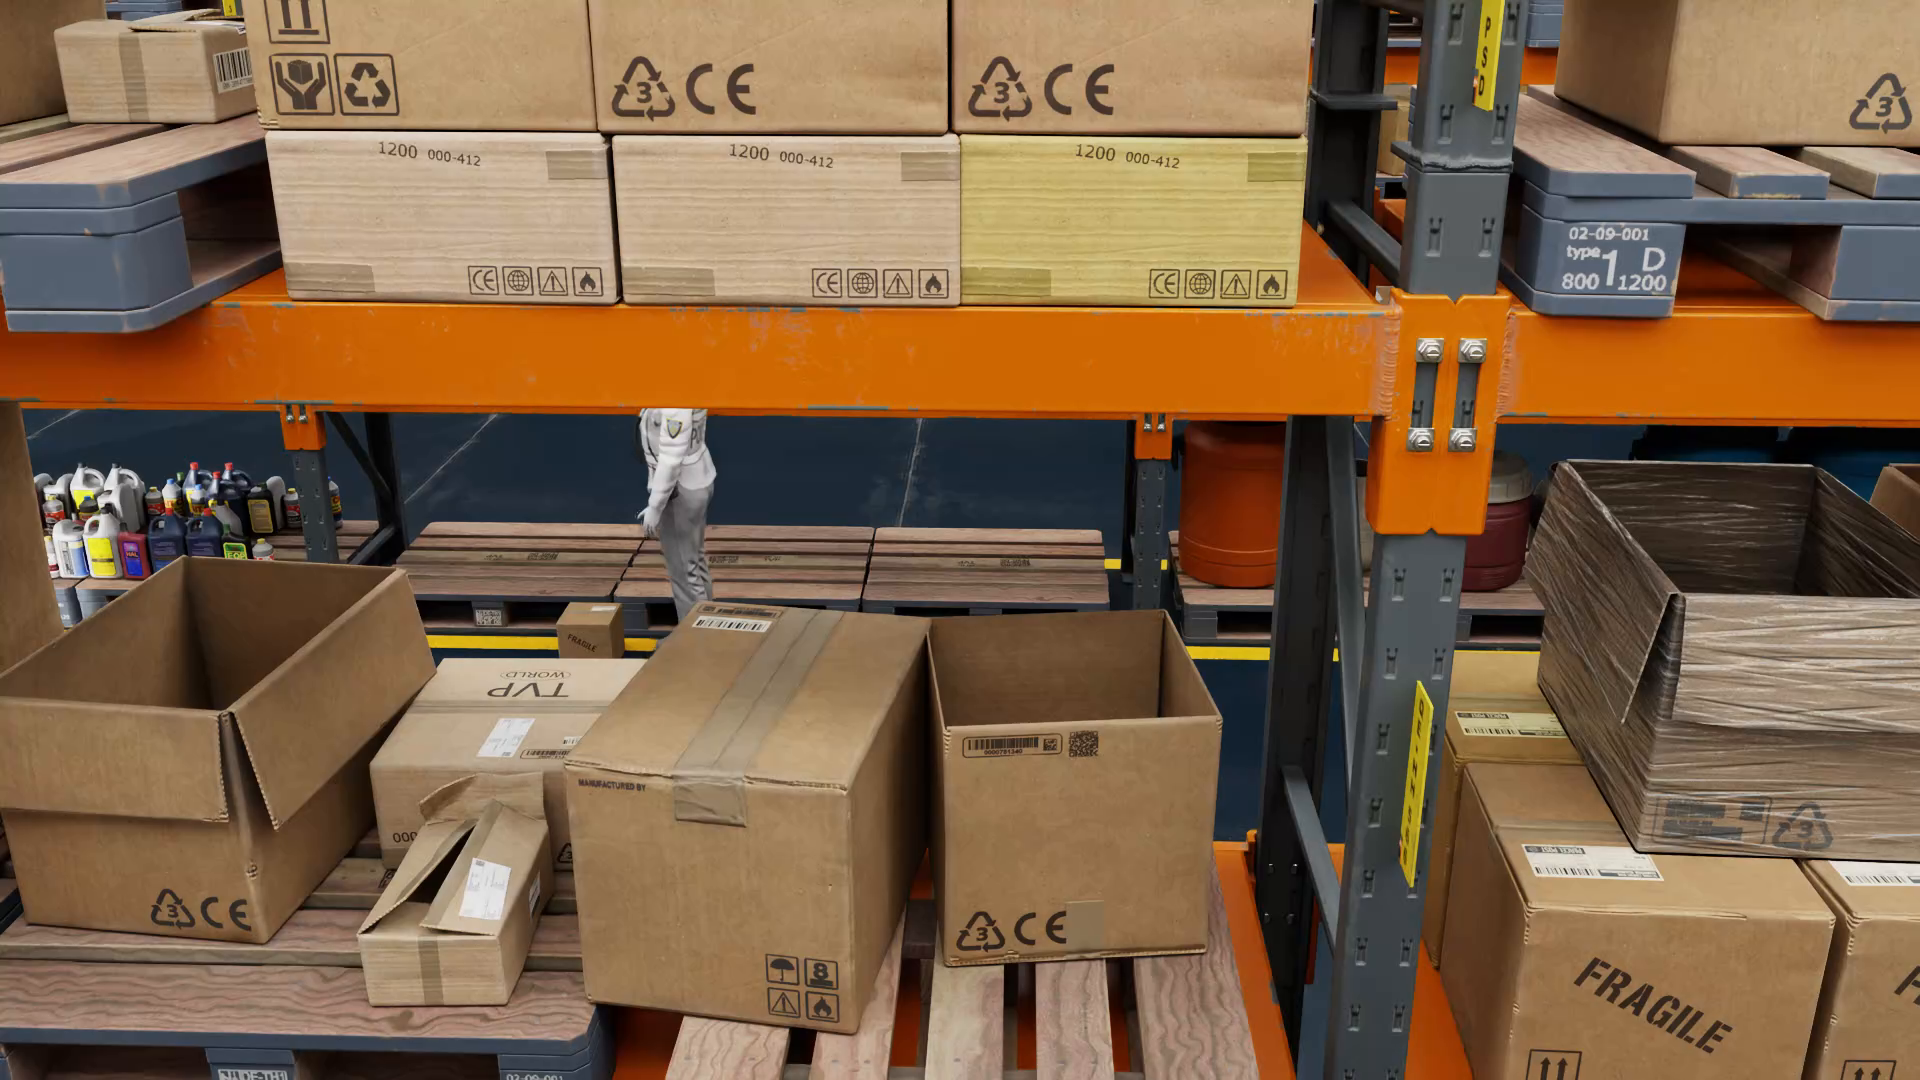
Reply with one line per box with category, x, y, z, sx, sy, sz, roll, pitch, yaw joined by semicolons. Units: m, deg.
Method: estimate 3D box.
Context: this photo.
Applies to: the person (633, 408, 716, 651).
person;-1.287;-0.205;7.568;0.386;1.701;0.483;1;21;3
